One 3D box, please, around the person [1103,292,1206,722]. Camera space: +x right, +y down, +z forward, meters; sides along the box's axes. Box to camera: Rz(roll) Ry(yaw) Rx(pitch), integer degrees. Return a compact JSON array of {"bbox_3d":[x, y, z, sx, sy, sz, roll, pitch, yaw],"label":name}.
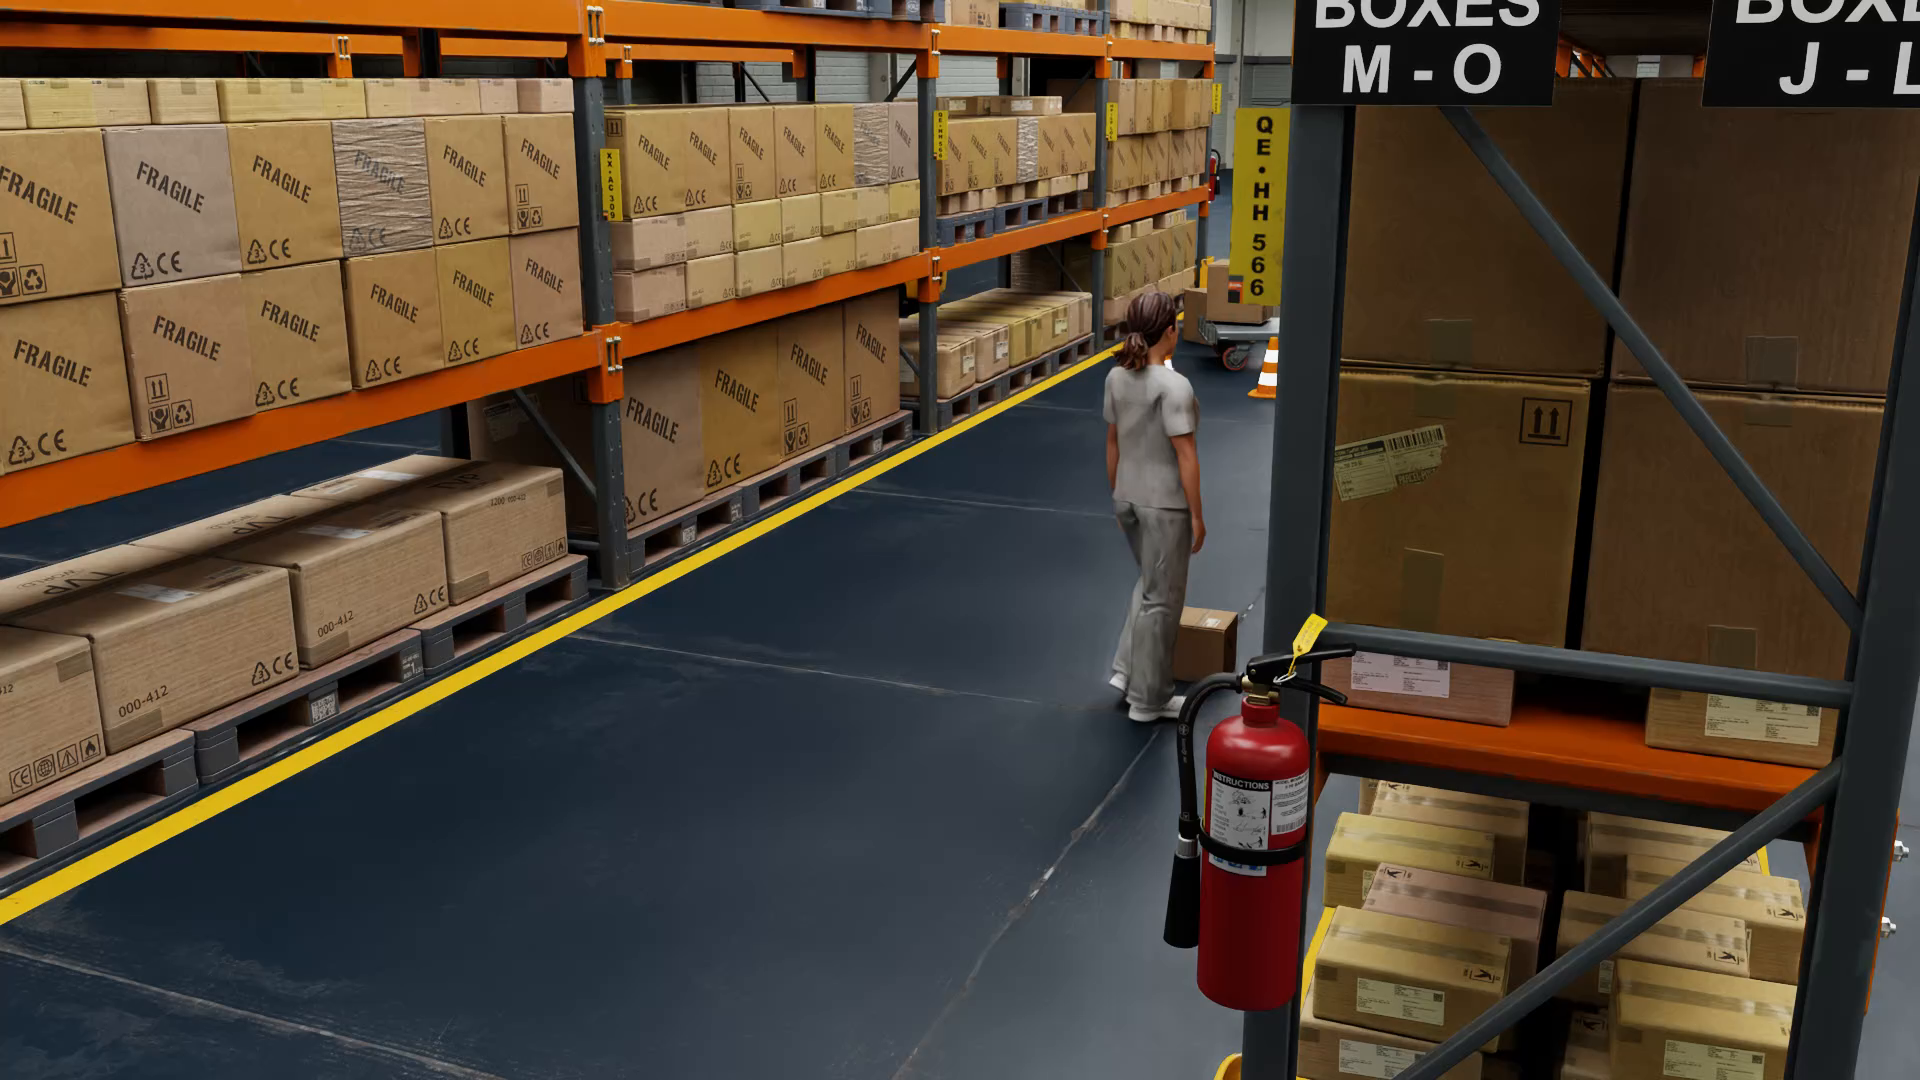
[{"bbox_3d":[0.770,-0.108,6.424,0.424,1.695,0.486,-10,18,-32],"label":"person"}]
